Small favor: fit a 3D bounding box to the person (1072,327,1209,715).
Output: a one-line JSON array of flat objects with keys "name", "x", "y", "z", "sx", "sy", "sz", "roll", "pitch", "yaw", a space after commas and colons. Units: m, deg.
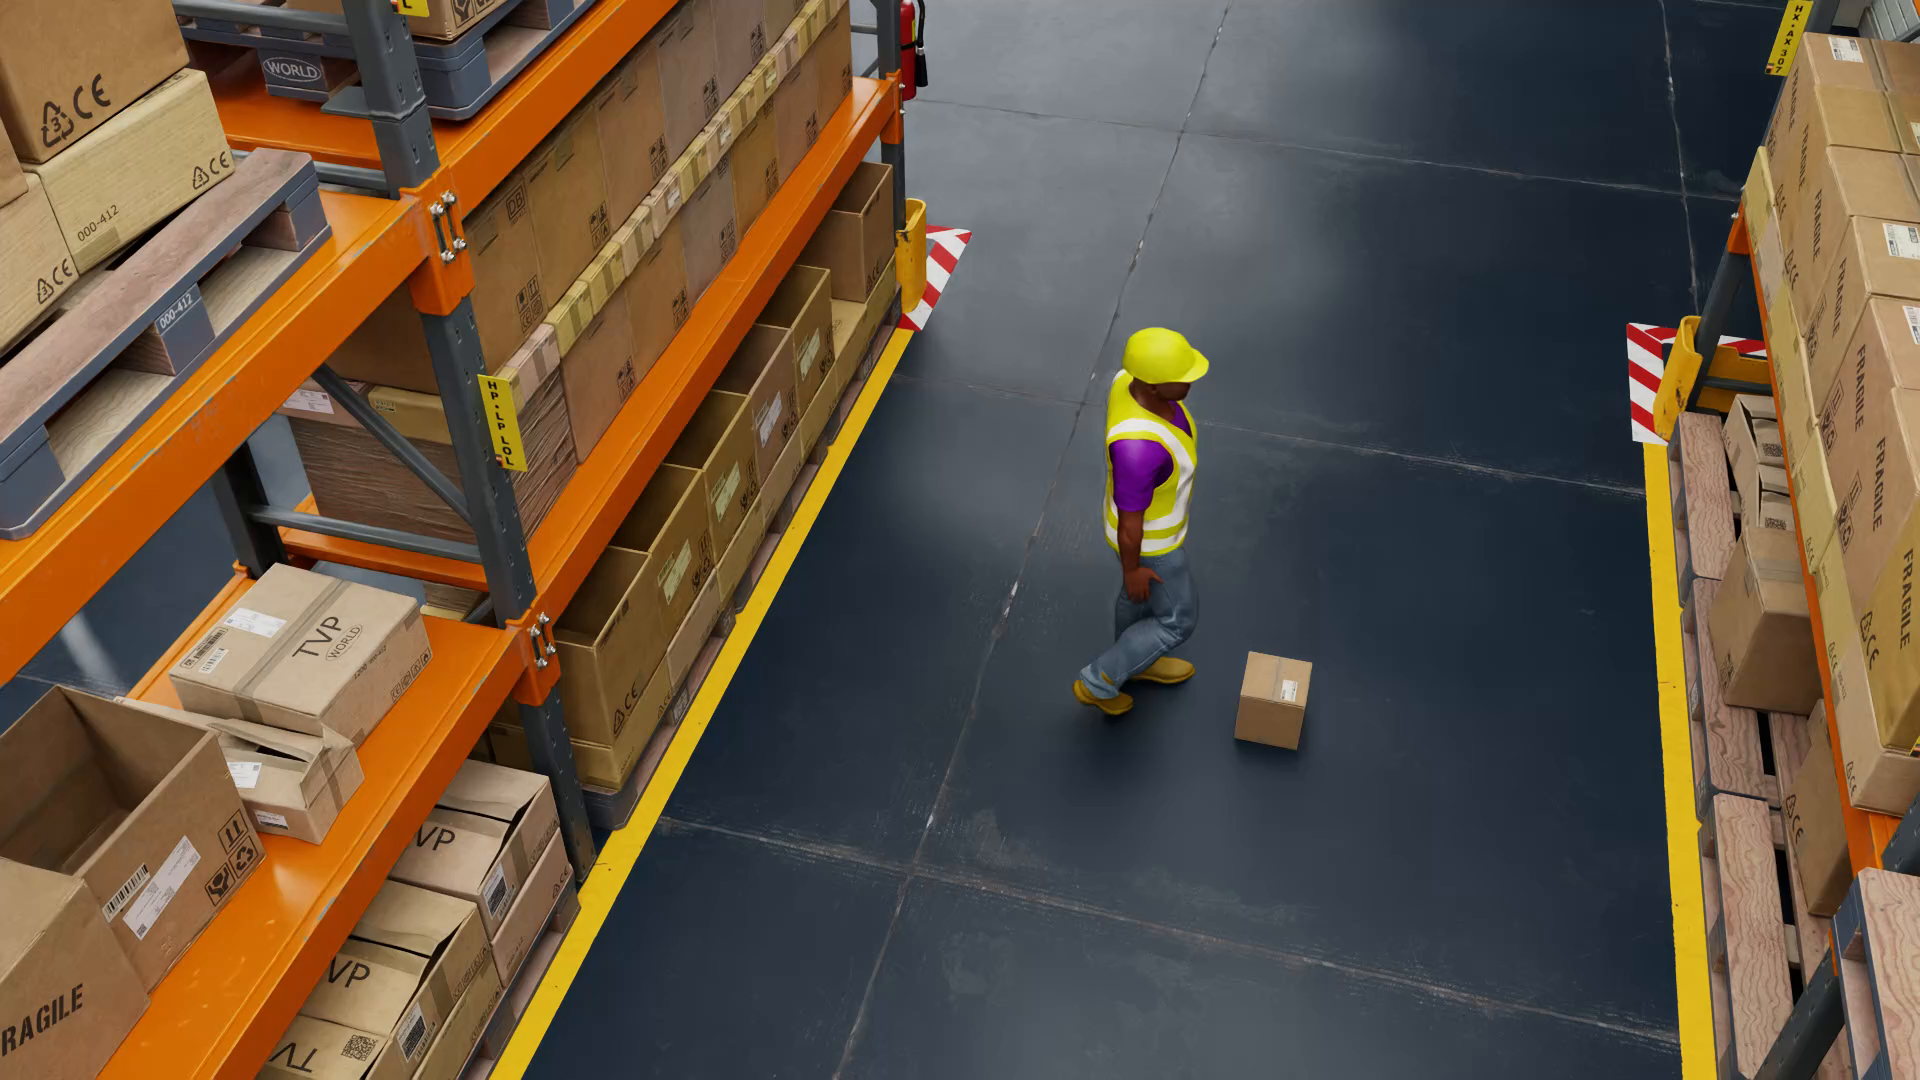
[{"name": "person", "x": 0.701, "y": -0.062, "z": 6.199, "sx": 0.515, "sy": 1.767, "sz": 0.587, "roll": 1, "pitch": 41, "yaw": 1}]
